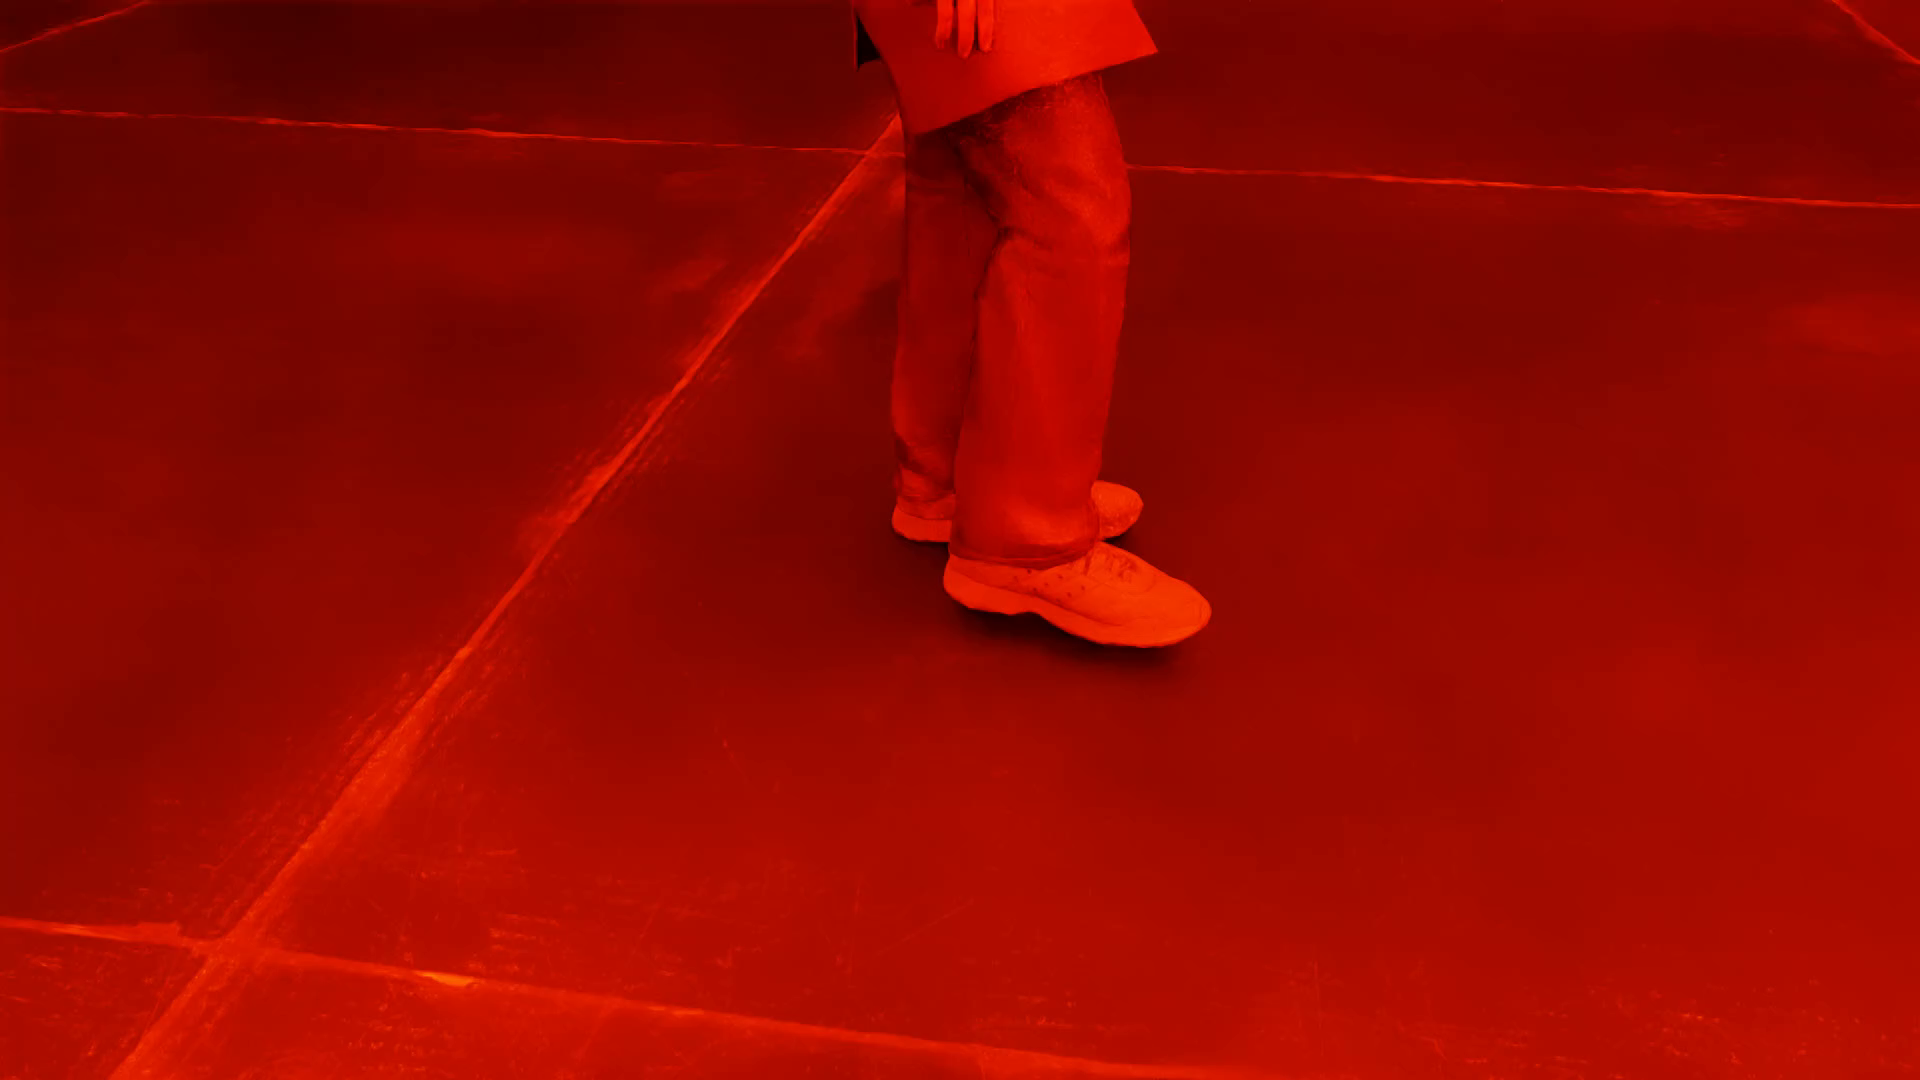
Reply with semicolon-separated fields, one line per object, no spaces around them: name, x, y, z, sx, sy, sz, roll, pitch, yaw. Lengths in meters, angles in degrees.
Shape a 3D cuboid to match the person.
person;0.087;-0.775;2.047;0.586;1.775;0.694;5;29;9
